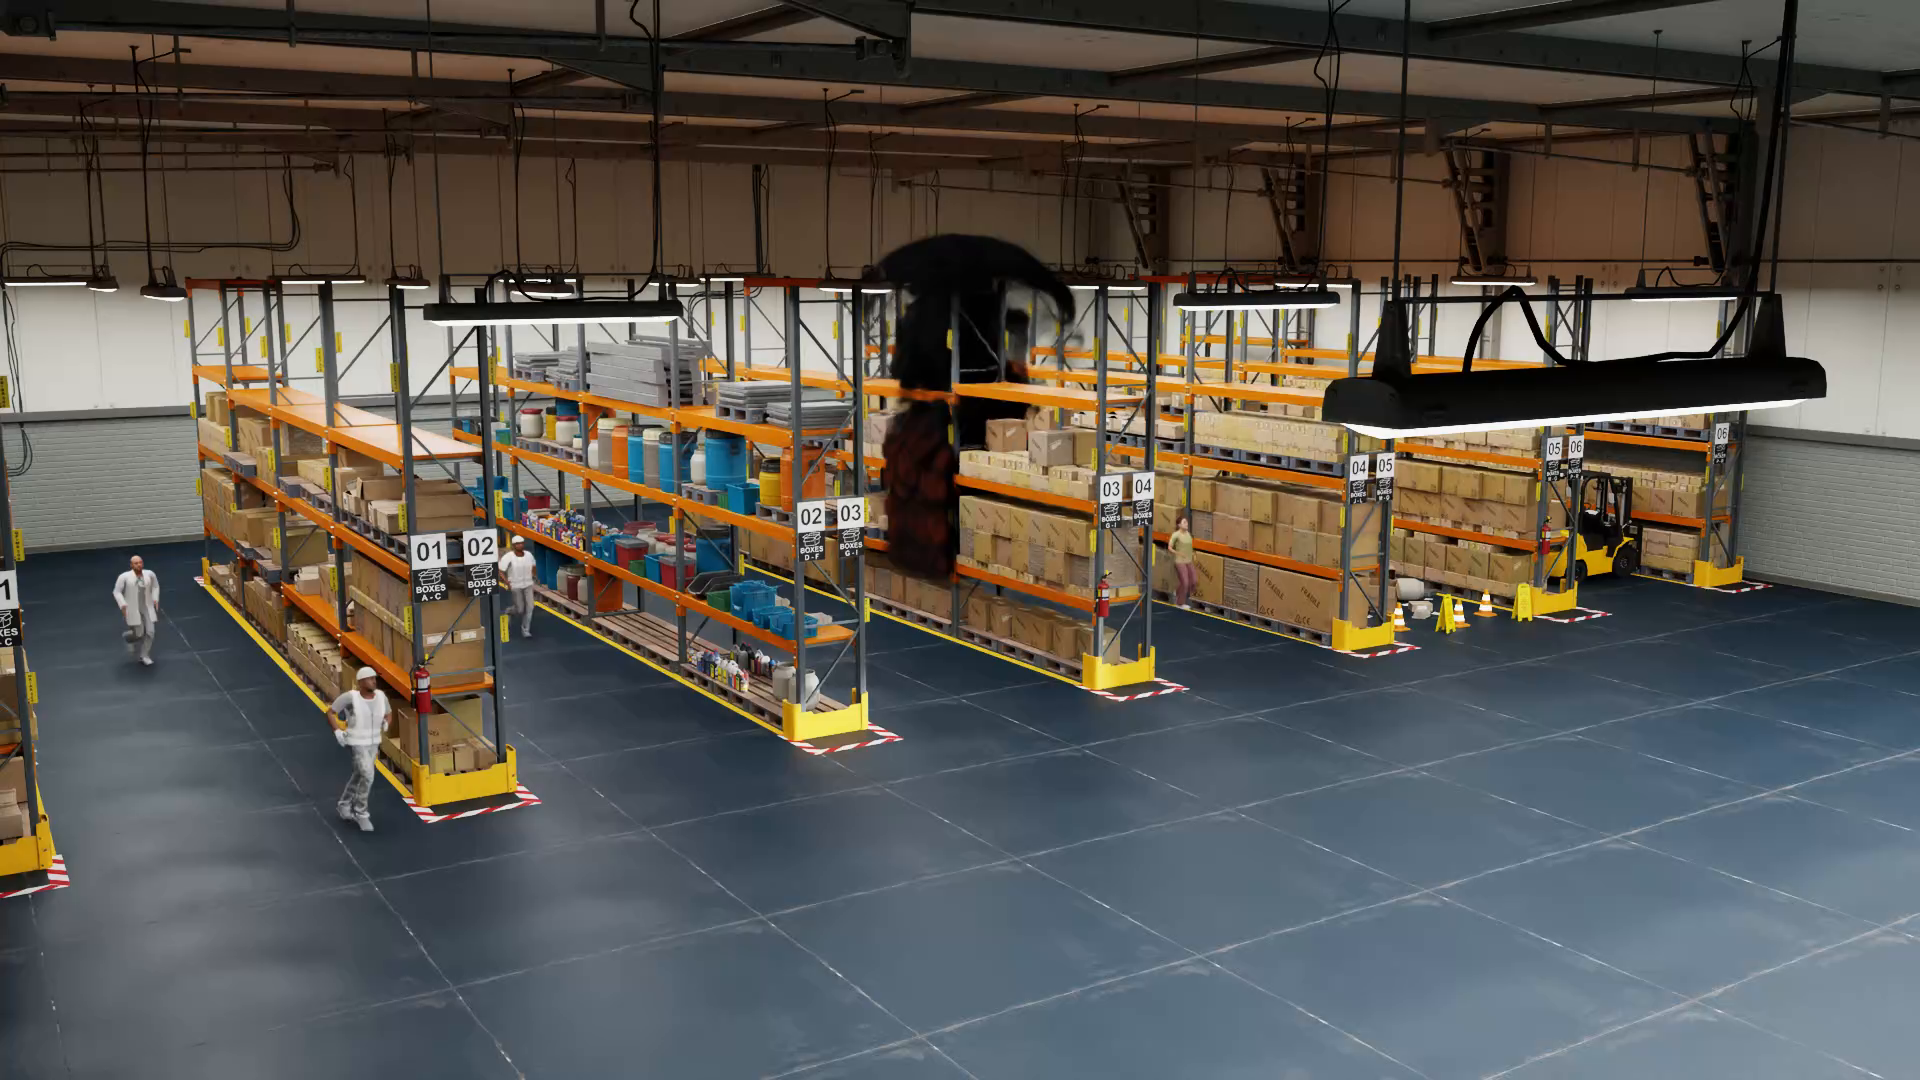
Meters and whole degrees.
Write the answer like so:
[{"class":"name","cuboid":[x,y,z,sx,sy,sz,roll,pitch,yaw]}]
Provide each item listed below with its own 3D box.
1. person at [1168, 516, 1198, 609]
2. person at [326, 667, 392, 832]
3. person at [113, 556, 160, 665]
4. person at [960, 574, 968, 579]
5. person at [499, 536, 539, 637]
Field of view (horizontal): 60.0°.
[{"class":"person","cuboid":[3.893,0.392,29.009,0.577,1.632,0.519,-7,12,-38]},{"class":"person","cuboid":[-6.760,2.342,18.889,0.719,1.816,0.664,5,11,28]},{"class":"person","cuboid":[-13.038,1.092,26.377,0.671,1.730,0.694,9,13,44]},{"class":"person","cuboid":[0.013,-0.087,31.989,0.575,1.626,0.497,-5,11,-29]},{"class":"person","cuboid":[-7.471,0.778,28.250,0.710,1.733,0.723,-8,12,-39]}]
